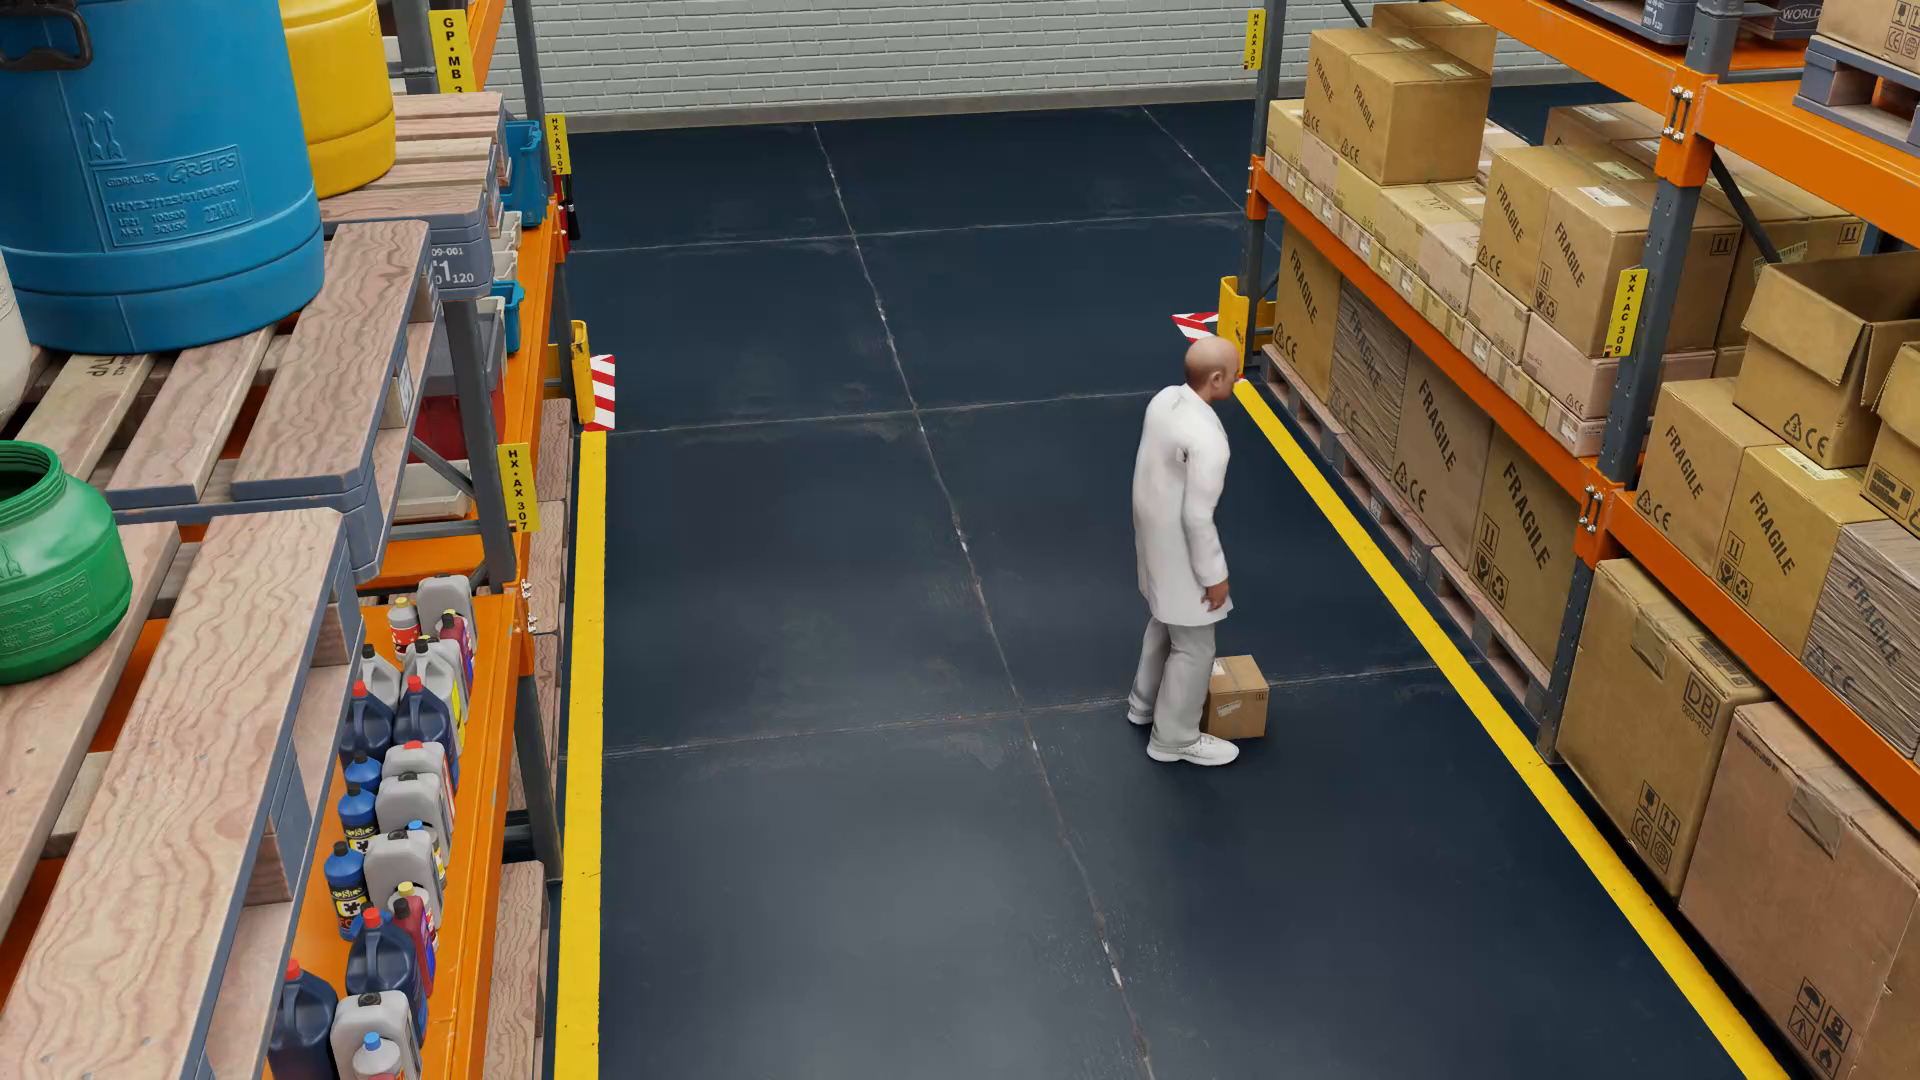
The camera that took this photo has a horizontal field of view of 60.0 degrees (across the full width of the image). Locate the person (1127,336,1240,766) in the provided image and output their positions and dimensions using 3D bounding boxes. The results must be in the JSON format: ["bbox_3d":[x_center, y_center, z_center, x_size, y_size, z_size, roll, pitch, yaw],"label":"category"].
[{"bbox_3d":[0.892,0.083,6.621,0.415,1.655,0.653,-6,31,-10],"label":"person"}]
